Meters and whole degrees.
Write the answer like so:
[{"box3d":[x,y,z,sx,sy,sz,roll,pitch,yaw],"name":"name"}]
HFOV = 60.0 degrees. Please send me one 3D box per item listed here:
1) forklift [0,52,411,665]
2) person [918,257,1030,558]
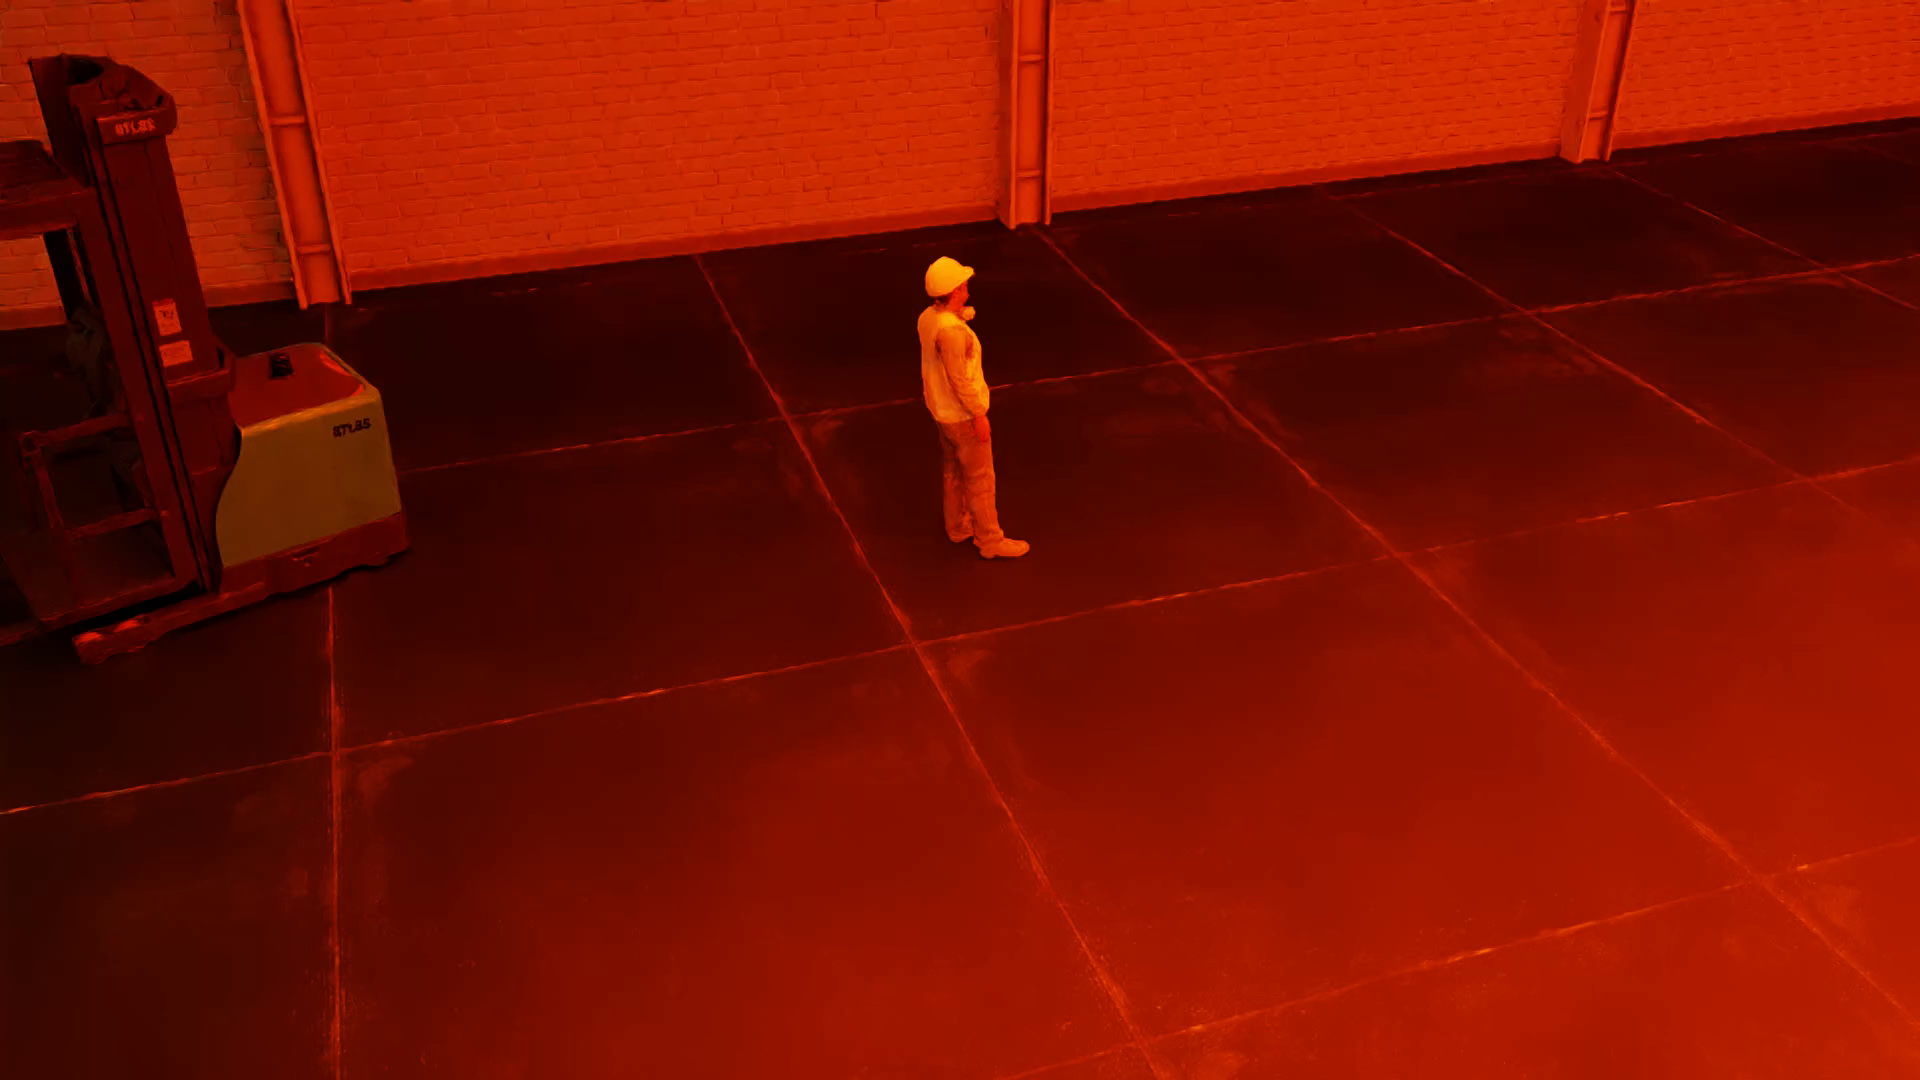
[{"box3d":[-4.715,-0.904,8.658,3.031,2.935,1.130,-22,36,-33],"name":"forklift"},{"box3d":[0.062,-0.781,9.591,0.567,1.773,0.632,-10,31,-16],"name":"person"}]
